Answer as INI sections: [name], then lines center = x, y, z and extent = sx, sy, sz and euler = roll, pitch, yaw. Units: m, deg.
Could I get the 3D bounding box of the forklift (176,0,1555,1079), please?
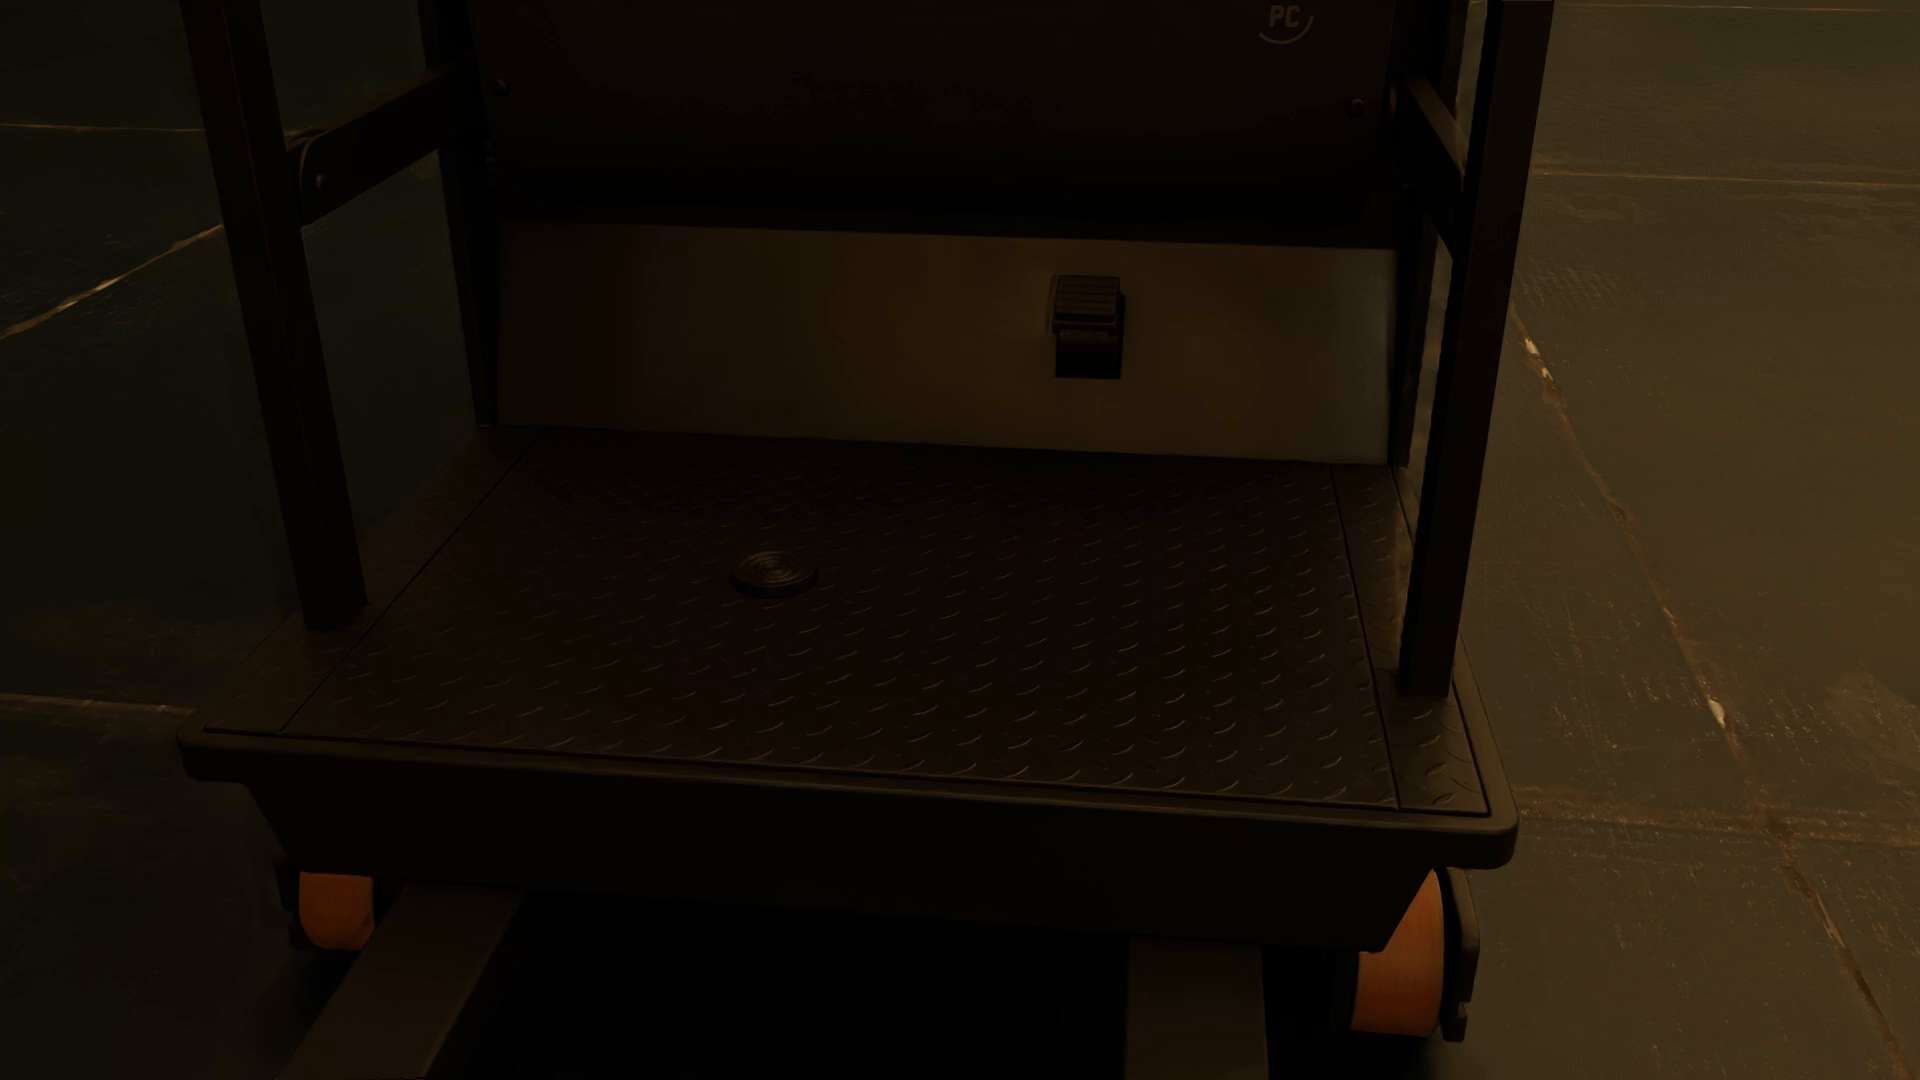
[forklift]
center = -0.059, -1.009, 1.239
extent = 1.130, 2.935, 3.031
euler = 3, 27, 6
